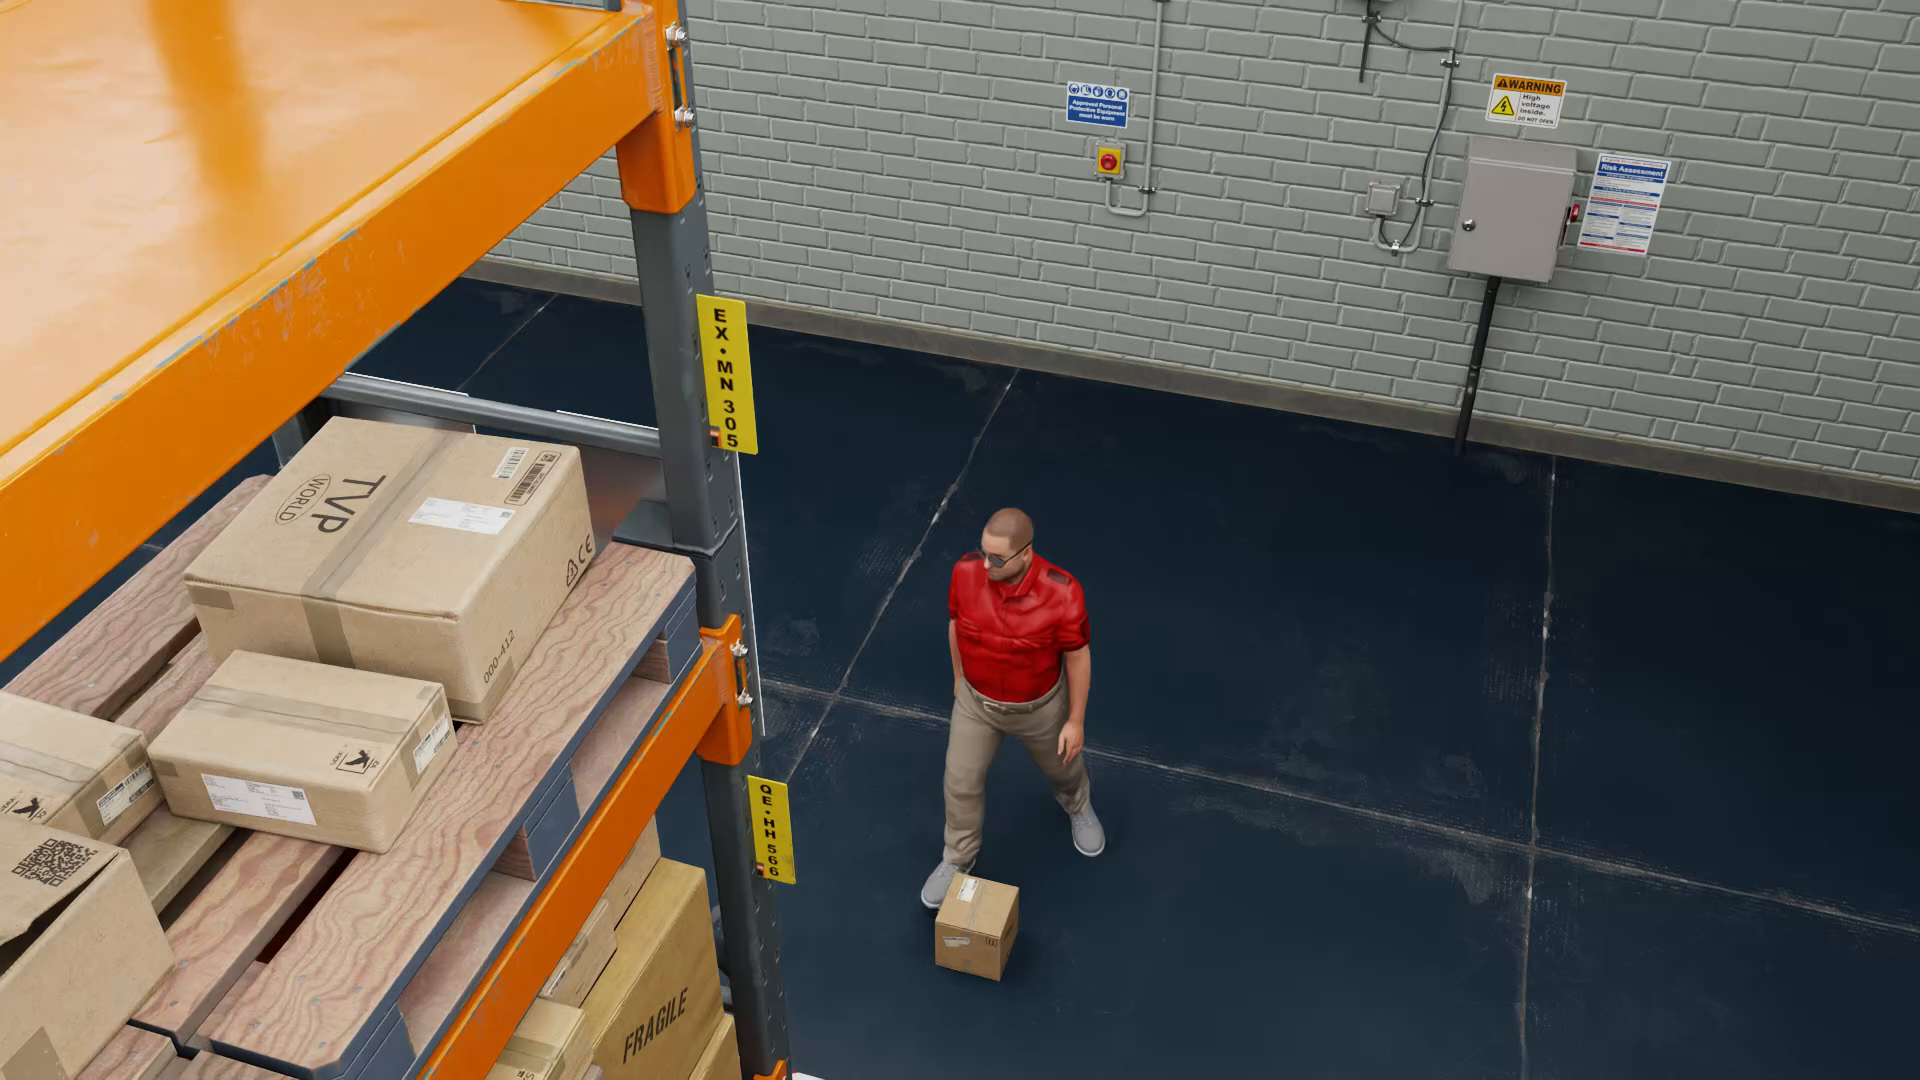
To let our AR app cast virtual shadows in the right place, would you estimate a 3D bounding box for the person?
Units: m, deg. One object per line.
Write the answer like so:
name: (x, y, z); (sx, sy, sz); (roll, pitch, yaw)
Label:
person: (0.231, 0.593, 6.135); (0.615, 1.730, 0.768); (13, 39, 17)
